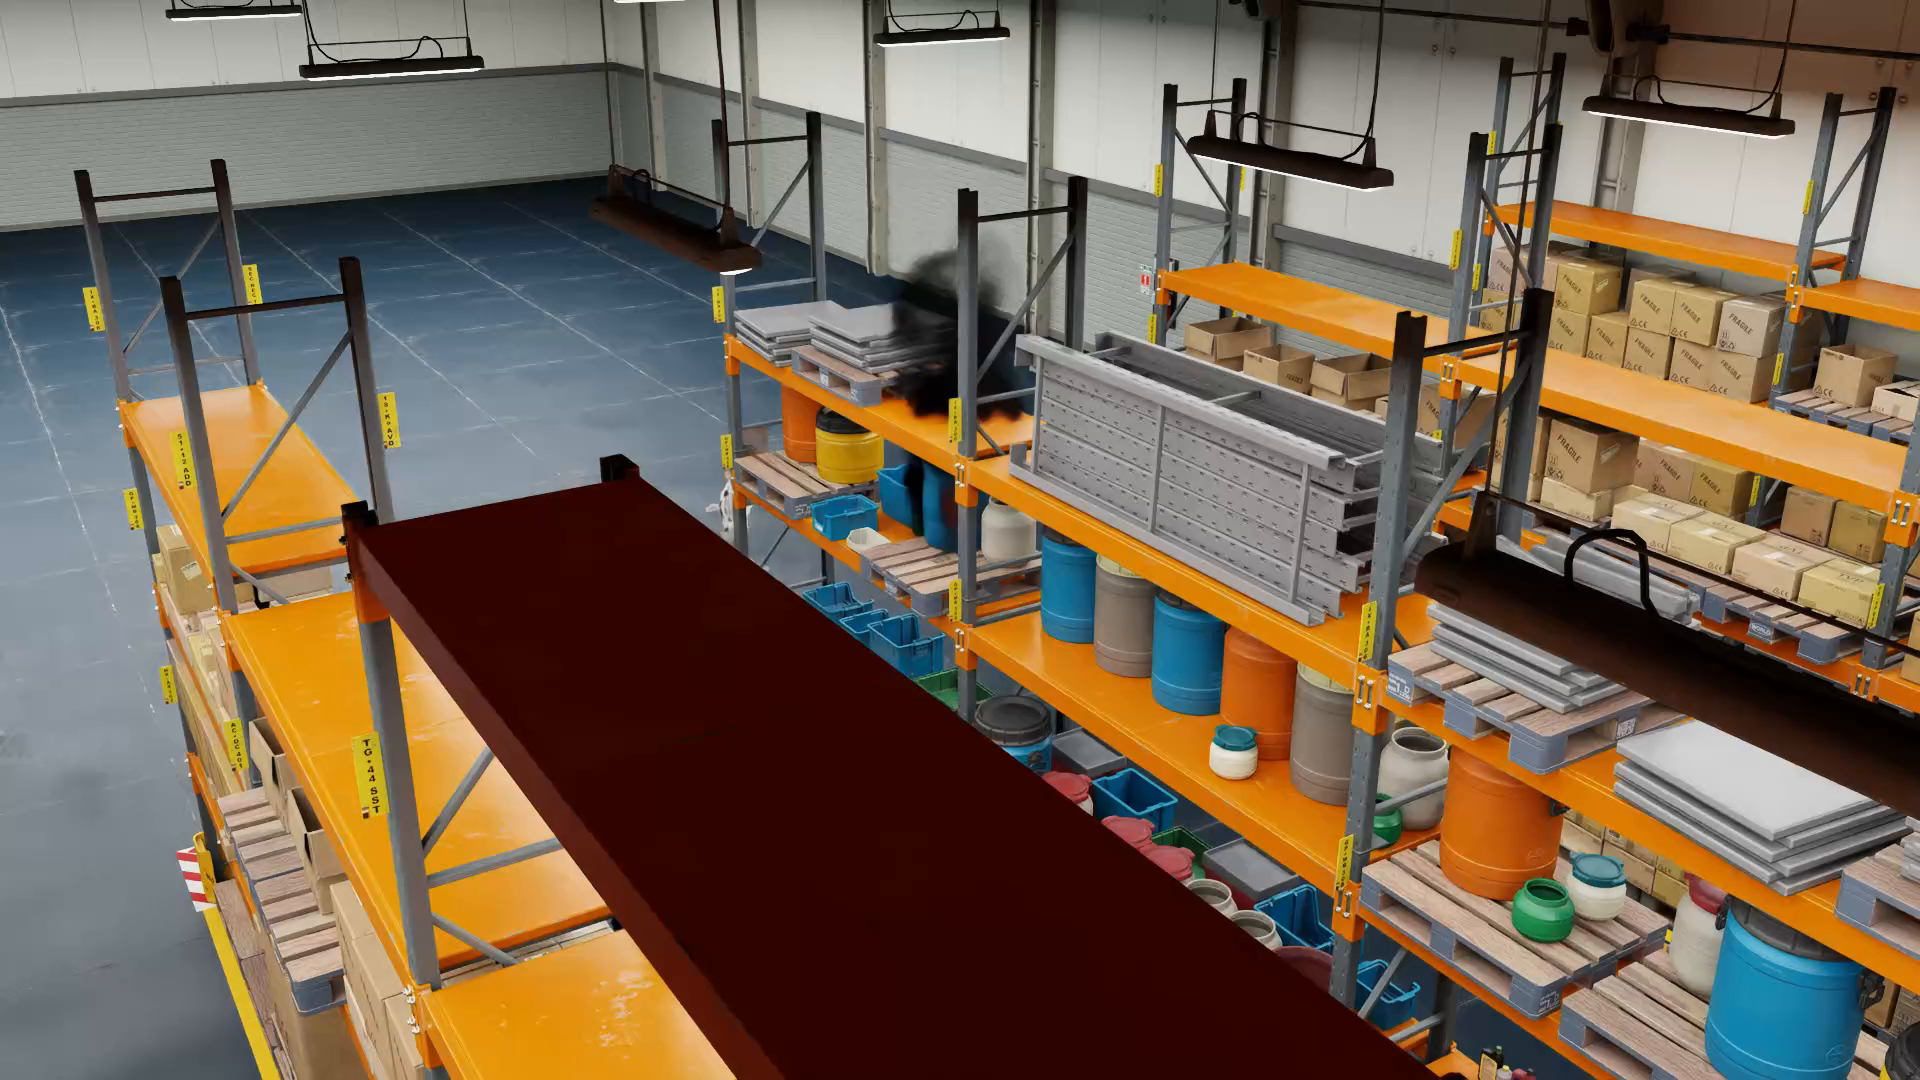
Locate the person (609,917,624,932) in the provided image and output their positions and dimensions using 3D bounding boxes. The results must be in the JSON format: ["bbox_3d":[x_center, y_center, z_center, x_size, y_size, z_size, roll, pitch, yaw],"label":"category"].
[{"bbox_3d":[-2.430,2.740,12.378,0.577,1.660,0.682,-20,29,-40],"label":"person"}]

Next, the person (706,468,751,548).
[{"bbox_3d":[-2.720,-0.172,19.579,0.542,1.654,0.603,-2,22,-5],"label":"person"}]
